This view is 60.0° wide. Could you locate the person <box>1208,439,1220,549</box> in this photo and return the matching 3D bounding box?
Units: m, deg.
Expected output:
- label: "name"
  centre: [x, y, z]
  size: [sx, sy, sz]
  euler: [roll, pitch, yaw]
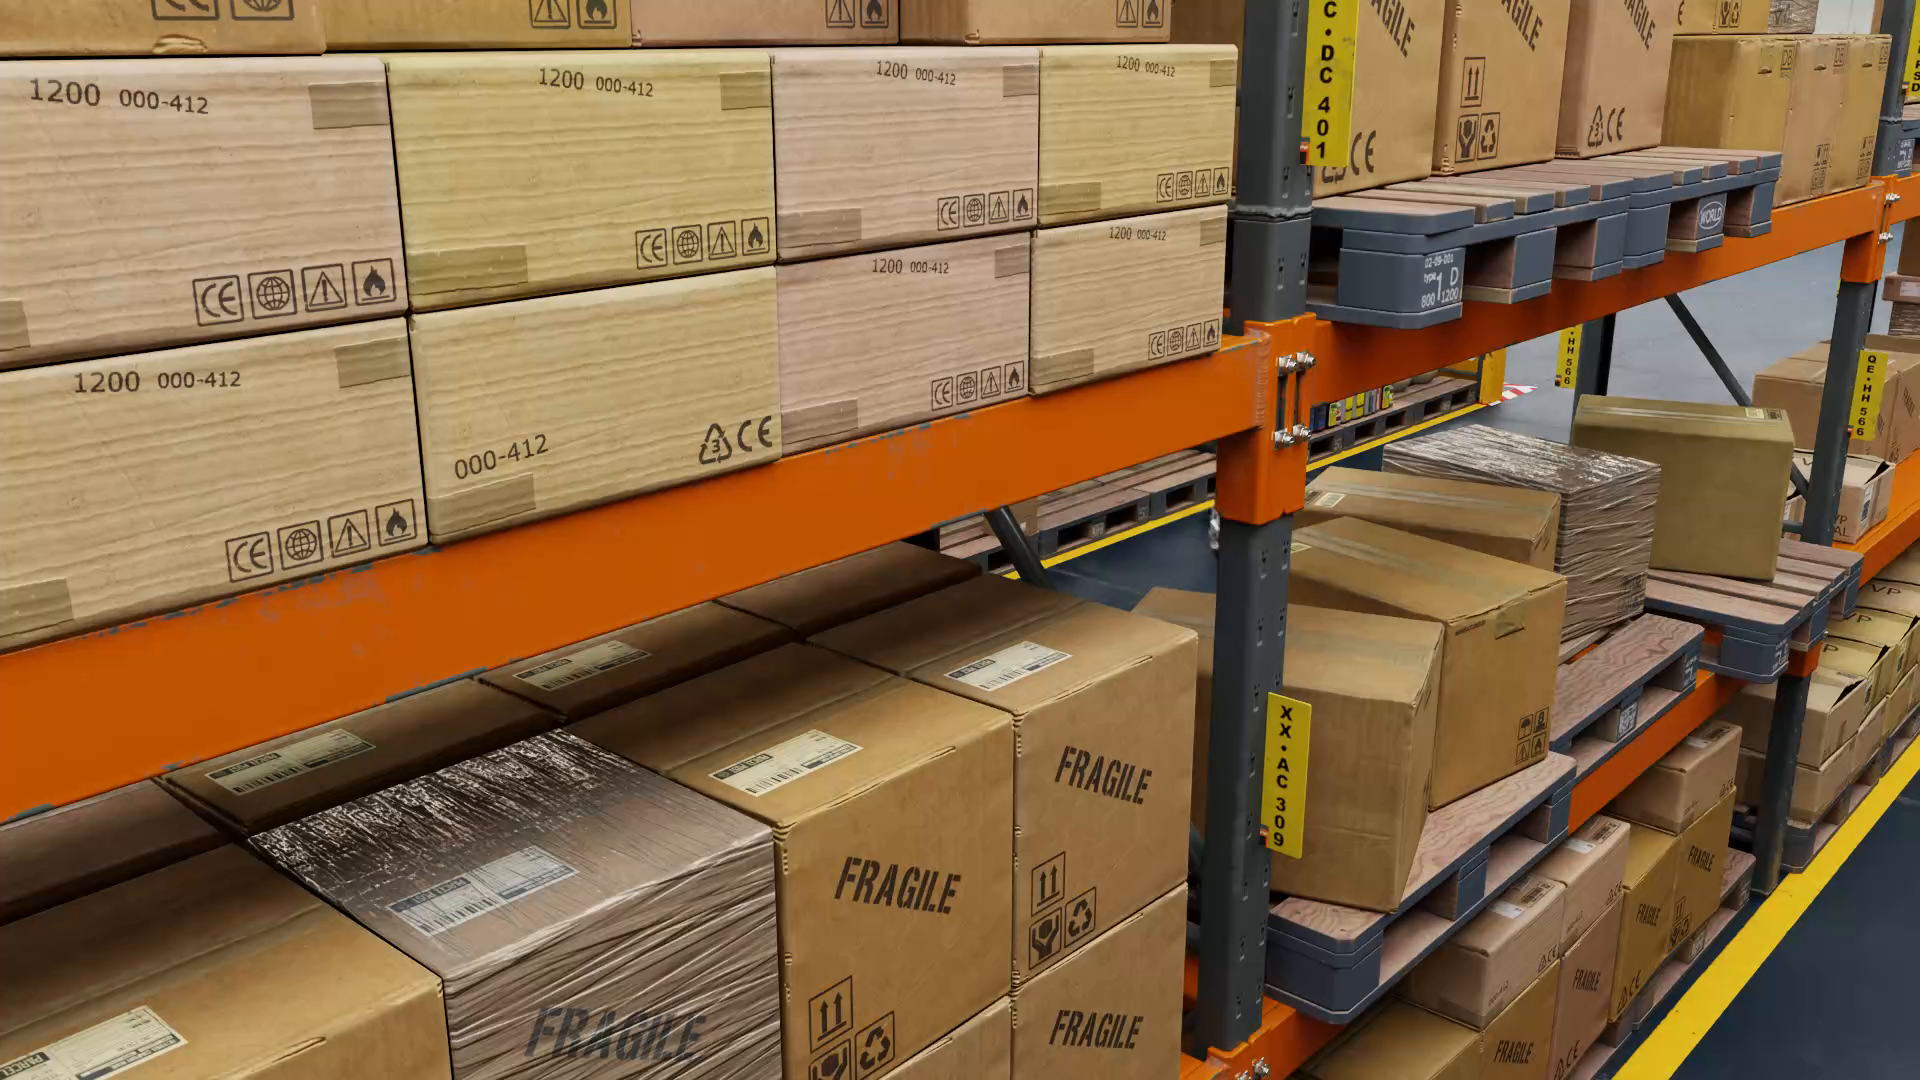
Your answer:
- label: "person"
  centre: [1.789, -0.694, 10.702]
  size: [0.427, 1.592, 0.449]
  euler: [-7, 19, -22]
